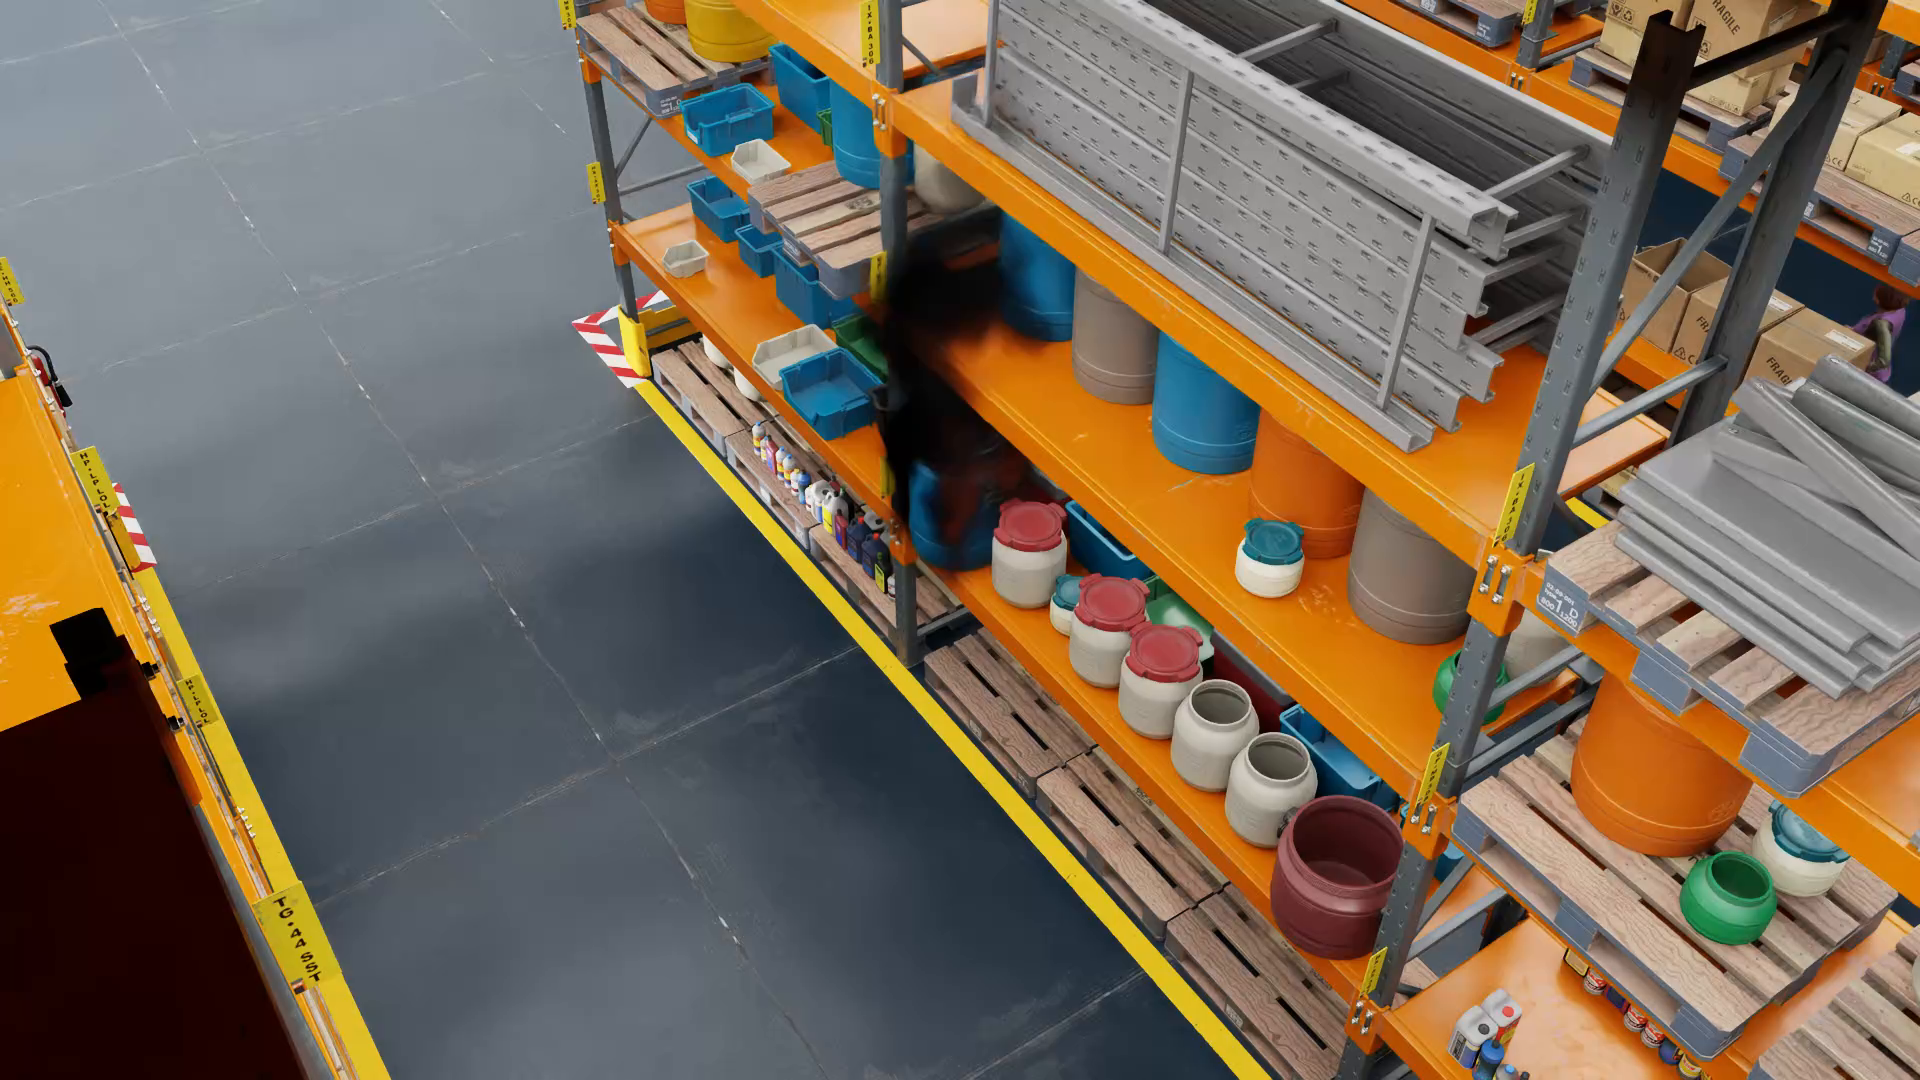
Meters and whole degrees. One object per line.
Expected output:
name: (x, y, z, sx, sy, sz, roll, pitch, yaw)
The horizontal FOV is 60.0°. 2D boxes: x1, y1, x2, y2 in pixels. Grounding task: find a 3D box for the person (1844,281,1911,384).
person: (6.488, -1.131, 11.828, 0.525, 1.582, 0.822, -32, 51, -30)
